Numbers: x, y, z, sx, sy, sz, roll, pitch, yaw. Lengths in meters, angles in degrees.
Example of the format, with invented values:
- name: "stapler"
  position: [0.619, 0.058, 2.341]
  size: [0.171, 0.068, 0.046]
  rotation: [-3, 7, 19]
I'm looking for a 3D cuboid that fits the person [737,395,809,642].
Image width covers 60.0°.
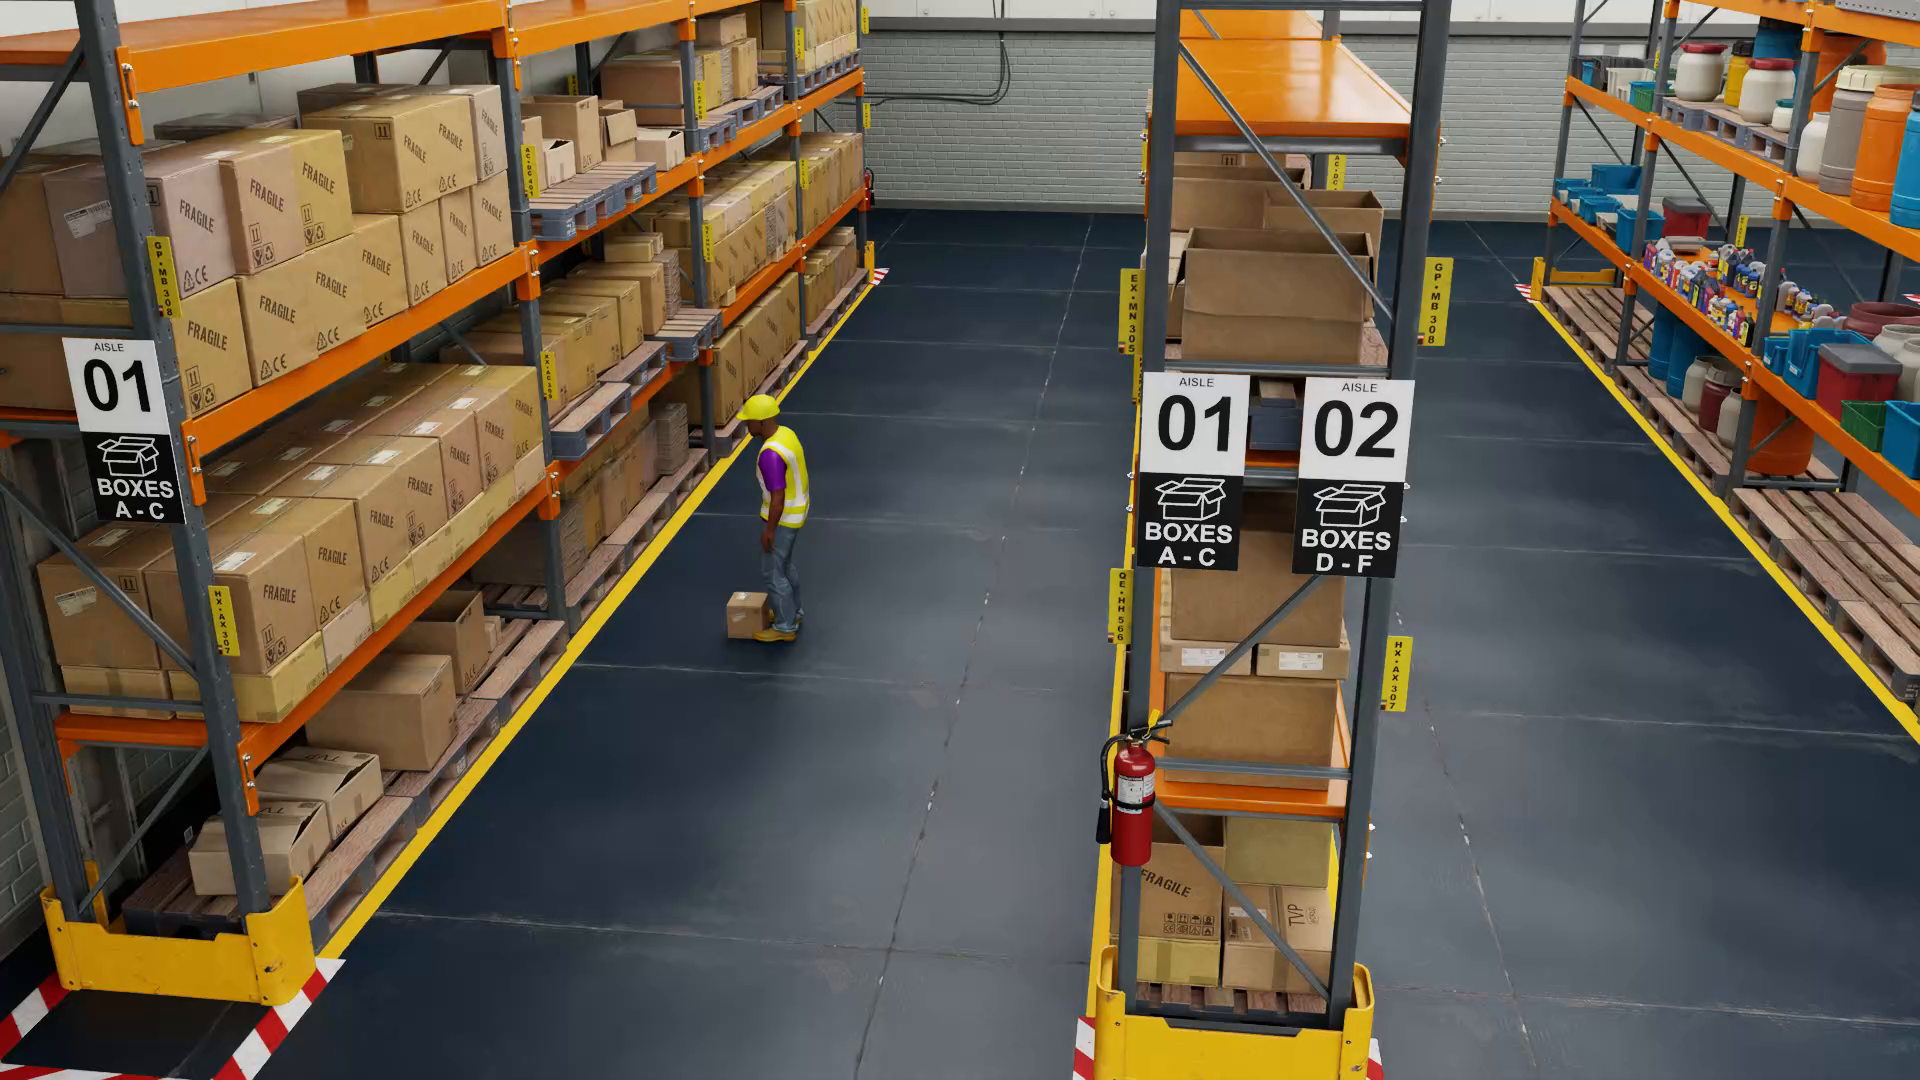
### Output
- name: "person"
  position: [-1.272, -0.160, 11.480]
  size: [0.461, 1.755, 0.628]
  rotation: [1, 21, 3]
